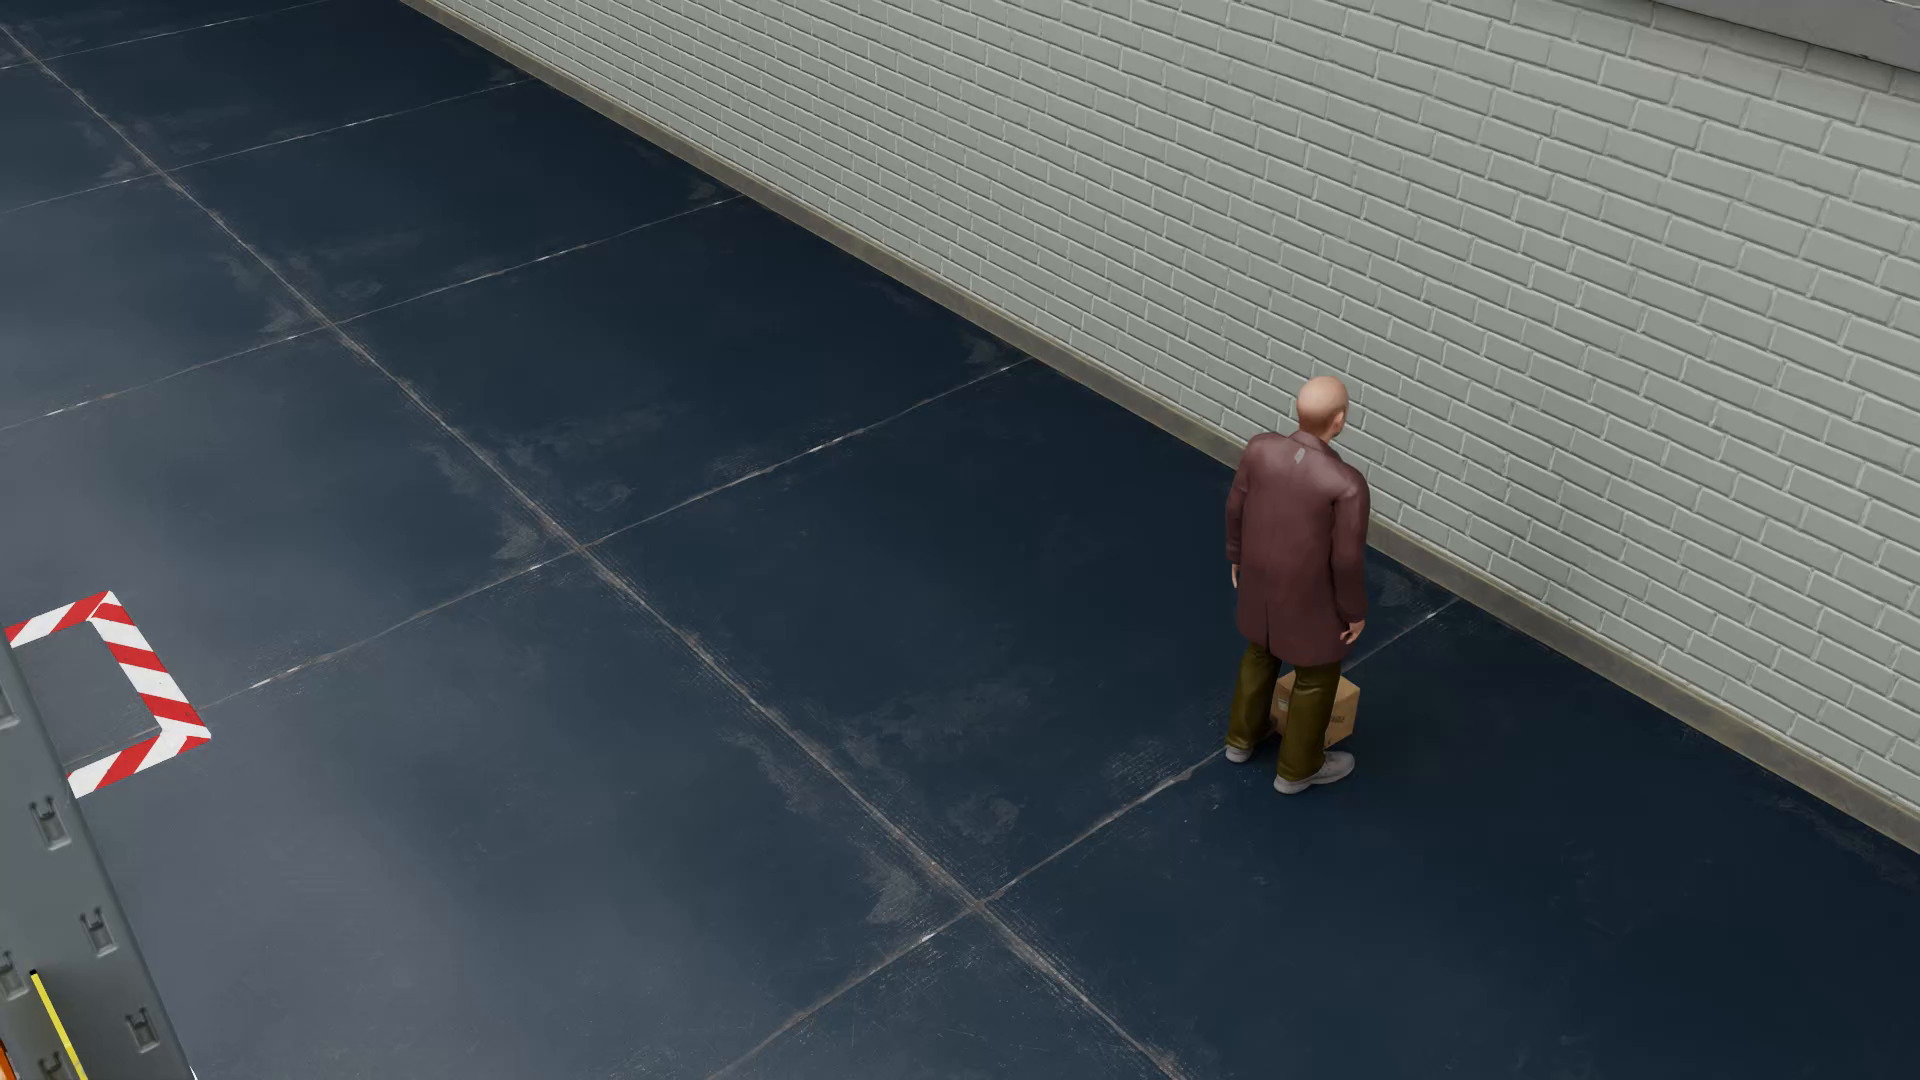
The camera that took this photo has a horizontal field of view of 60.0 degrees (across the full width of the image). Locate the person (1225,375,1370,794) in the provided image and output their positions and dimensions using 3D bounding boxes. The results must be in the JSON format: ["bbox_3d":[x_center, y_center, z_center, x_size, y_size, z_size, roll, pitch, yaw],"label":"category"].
[{"bbox_3d":[1.292,0.176,6.414,0.429,1.772,0.644,-29,44,-34],"label":"person"}]
